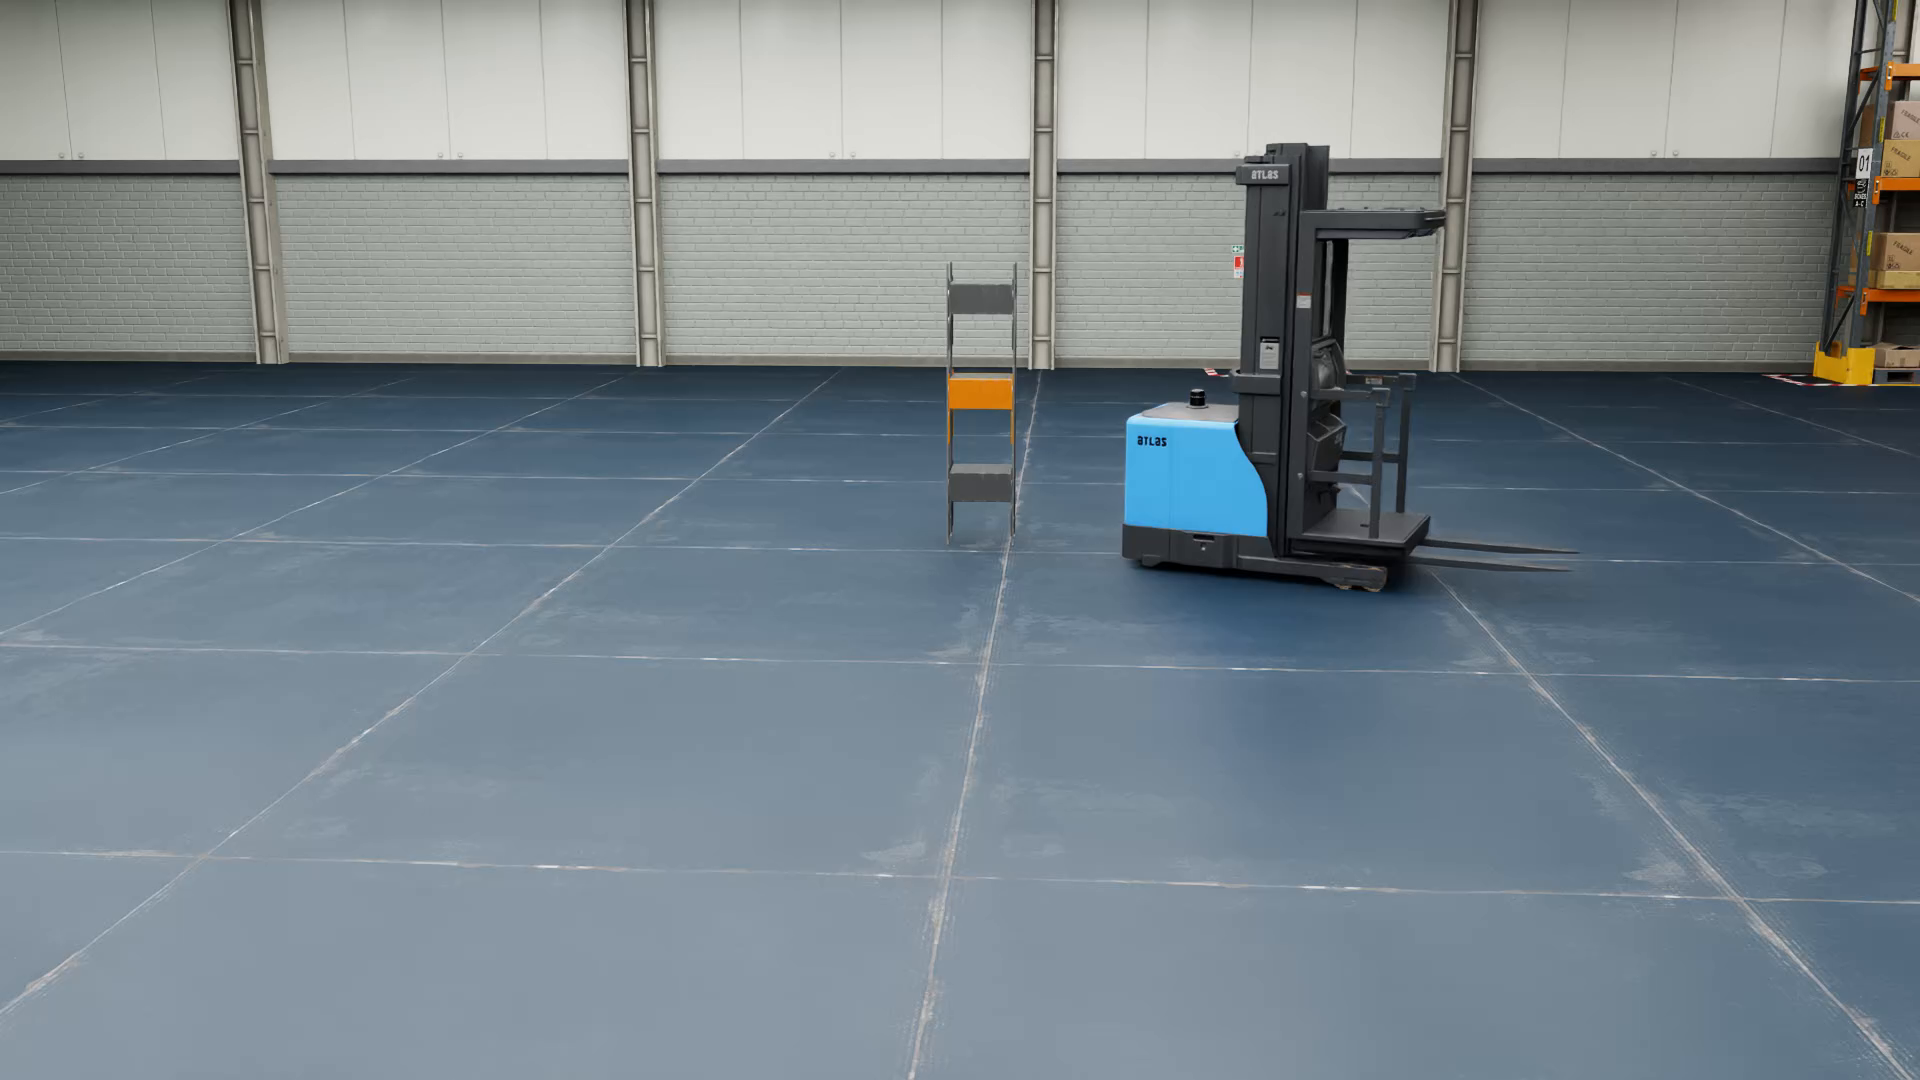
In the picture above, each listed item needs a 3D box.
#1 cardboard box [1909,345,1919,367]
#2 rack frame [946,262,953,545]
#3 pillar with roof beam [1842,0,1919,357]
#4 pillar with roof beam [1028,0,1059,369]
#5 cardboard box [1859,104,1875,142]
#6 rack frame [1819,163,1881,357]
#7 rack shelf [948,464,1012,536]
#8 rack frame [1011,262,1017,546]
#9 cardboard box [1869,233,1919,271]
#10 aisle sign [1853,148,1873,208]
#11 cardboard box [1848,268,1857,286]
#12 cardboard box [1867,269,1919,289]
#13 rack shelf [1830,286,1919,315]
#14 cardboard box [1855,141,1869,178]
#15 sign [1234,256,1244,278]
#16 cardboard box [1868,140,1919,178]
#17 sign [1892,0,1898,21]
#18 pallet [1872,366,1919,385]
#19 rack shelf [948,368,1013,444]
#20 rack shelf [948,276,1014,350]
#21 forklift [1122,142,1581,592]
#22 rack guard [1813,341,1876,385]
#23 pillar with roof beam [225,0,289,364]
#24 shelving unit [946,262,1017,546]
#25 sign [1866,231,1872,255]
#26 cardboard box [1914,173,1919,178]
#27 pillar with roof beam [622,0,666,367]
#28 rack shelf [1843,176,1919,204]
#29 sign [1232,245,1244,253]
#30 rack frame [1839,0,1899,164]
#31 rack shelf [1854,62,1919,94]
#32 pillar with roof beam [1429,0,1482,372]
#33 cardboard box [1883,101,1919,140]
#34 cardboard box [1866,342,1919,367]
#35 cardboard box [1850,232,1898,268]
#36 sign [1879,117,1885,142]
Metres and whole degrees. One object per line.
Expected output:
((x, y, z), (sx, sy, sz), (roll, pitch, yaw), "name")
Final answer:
((13.706, -2.605, 23.388), (0.500, 0.311, 0.500), (2, 12, 8), "cardboard box")
((-0.078, -1.029, 12.558), (0.015, 2.100, 0.400), (1, 12, 4), "rack frame")
((12.922, -5.966, 19.309), (0.400, 9.000, 9.100), (1, 12, 4), "pillar with roof beam")
((0.949, -6.130, 20.094), (0.400, 9.000, 9.100), (1, 12, 4), "pillar with roof beam")
((12.901, -5.805, 23.134), (0.500, 0.500, 0.500), (1, 12, 6), "cardboard box")
((12.453, -3.742, 23.329), (0.127, 3.000, 1.000), (1, 12, 4), "rack frame")
((0.165, -0.327, 12.688), (0.480, 0.518, 0.431), (1, 12, 4), "rack shelf")
((0.409, -1.022, 12.526), (0.015, 2.100, 0.400), (1, 12, 4), "rack frame")
((12.909, -3.977, 22.940), (0.500, 0.500, 0.500), (1, 12, 4), "cardboard box")
((12.361, -4.954, 22.774), (0.004, 0.787, 0.394), (1, 12, 4), "aisle sign")
((12.933, -3.711, 23.501), (0.500, 0.250, 0.500), (1, 12, 5), "cardboard box")
((12.919, -3.606, 23.000), (0.500, 0.250, 0.500), (0, 12, 2), "cardboard box")
((14.449, -3.362, 23.271), (4.000, 0.370, 1.077), (1, 12, 4), "rack shelf")
((12.886, -5.314, 23.229), (0.500, 0.500, 0.500), (2, 12, 8), "cardboard box")
((4.215, -4.078, 24.852), (0.234, 0.329, 0.001), (1, 12, 4), "sign")
((12.770, -5.213, 22.743), (0.500, 0.500, 0.500), (1, 12, 5), "cardboard box")
((12.417, -7.063, 22.081), (0.005, 0.325, 0.100), (1, 12, 4), "sign")
((13.337, -2.357, 23.521), (1.213, 0.211, 1.003), (1, 12, 4), "pallet")
((0.165, -1.012, 12.545), (0.480, 0.518, 0.431), (1, 12, 4), "rack shelf")
((0.165, -1.697, 12.402), (0.480, 0.518, 0.431), (1, 12, 4), "rack shelf")
((2.717, -1.210, 11.392), (3.031, 2.935, 1.130), (5, 13, 24), "forklift")
((12.529, -2.517, 23.580), (0.348, 0.500, 1.175), (1, 12, 4), "rack guard")
((-11.025, -6.294, 20.879), (0.400, 9.000, 9.100), (1, 12, 4), "pillar with roof beam")
((0.165, -1.025, 12.542), (0.503, 2.100, 0.431), (1, 12, 4), "shelving unit")
((12.417, -4.054, 22.710), (0.005, 0.325, 0.100), (1, 12, 4), "sign")
((13.304, -5.198, 22.673), (0.500, 0.500, 0.500), (2, 12, 8), "cardboard box")
((-5.038, -6.212, 20.486), (0.400, 9.000, 9.100), (1, 12, 4), "pillar with roof beam")
((14.449, -4.830, 22.964), (4.000, 0.370, 1.077), (1, 12, 4), "rack shelf")
((4.219, -4.336, 24.789), (0.331, 0.109, 0.001), (1, 12, 4), "sign")
((12.453, -6.678, 22.714), (0.127, 3.000, 1.000), (1, 12, 4), "rack frame")
((14.449, -6.297, 22.658), (4.000, 0.370, 1.077), (1, 12, 4), "rack shelf")
((6.935, -6.048, 19.701), (0.400, 9.000, 9.100), (1, 12, 4), "pillar with roof beam")
((12.821, -5.703, 22.644), (0.500, 0.500, 0.500), (0, 12, 0), "cardboard box")
((13.137, -2.613, 23.426), (0.500, 0.311, 0.500), (-1, 12, -3), "cardboard box")
((12.938, -4.082, 23.442), (0.500, 0.500, 0.500), (1, 12, 3), "cardboard box")
((12.417, -5.527, 22.402), (0.005, 0.325, 0.100), (1, 12, 4), "sign")
